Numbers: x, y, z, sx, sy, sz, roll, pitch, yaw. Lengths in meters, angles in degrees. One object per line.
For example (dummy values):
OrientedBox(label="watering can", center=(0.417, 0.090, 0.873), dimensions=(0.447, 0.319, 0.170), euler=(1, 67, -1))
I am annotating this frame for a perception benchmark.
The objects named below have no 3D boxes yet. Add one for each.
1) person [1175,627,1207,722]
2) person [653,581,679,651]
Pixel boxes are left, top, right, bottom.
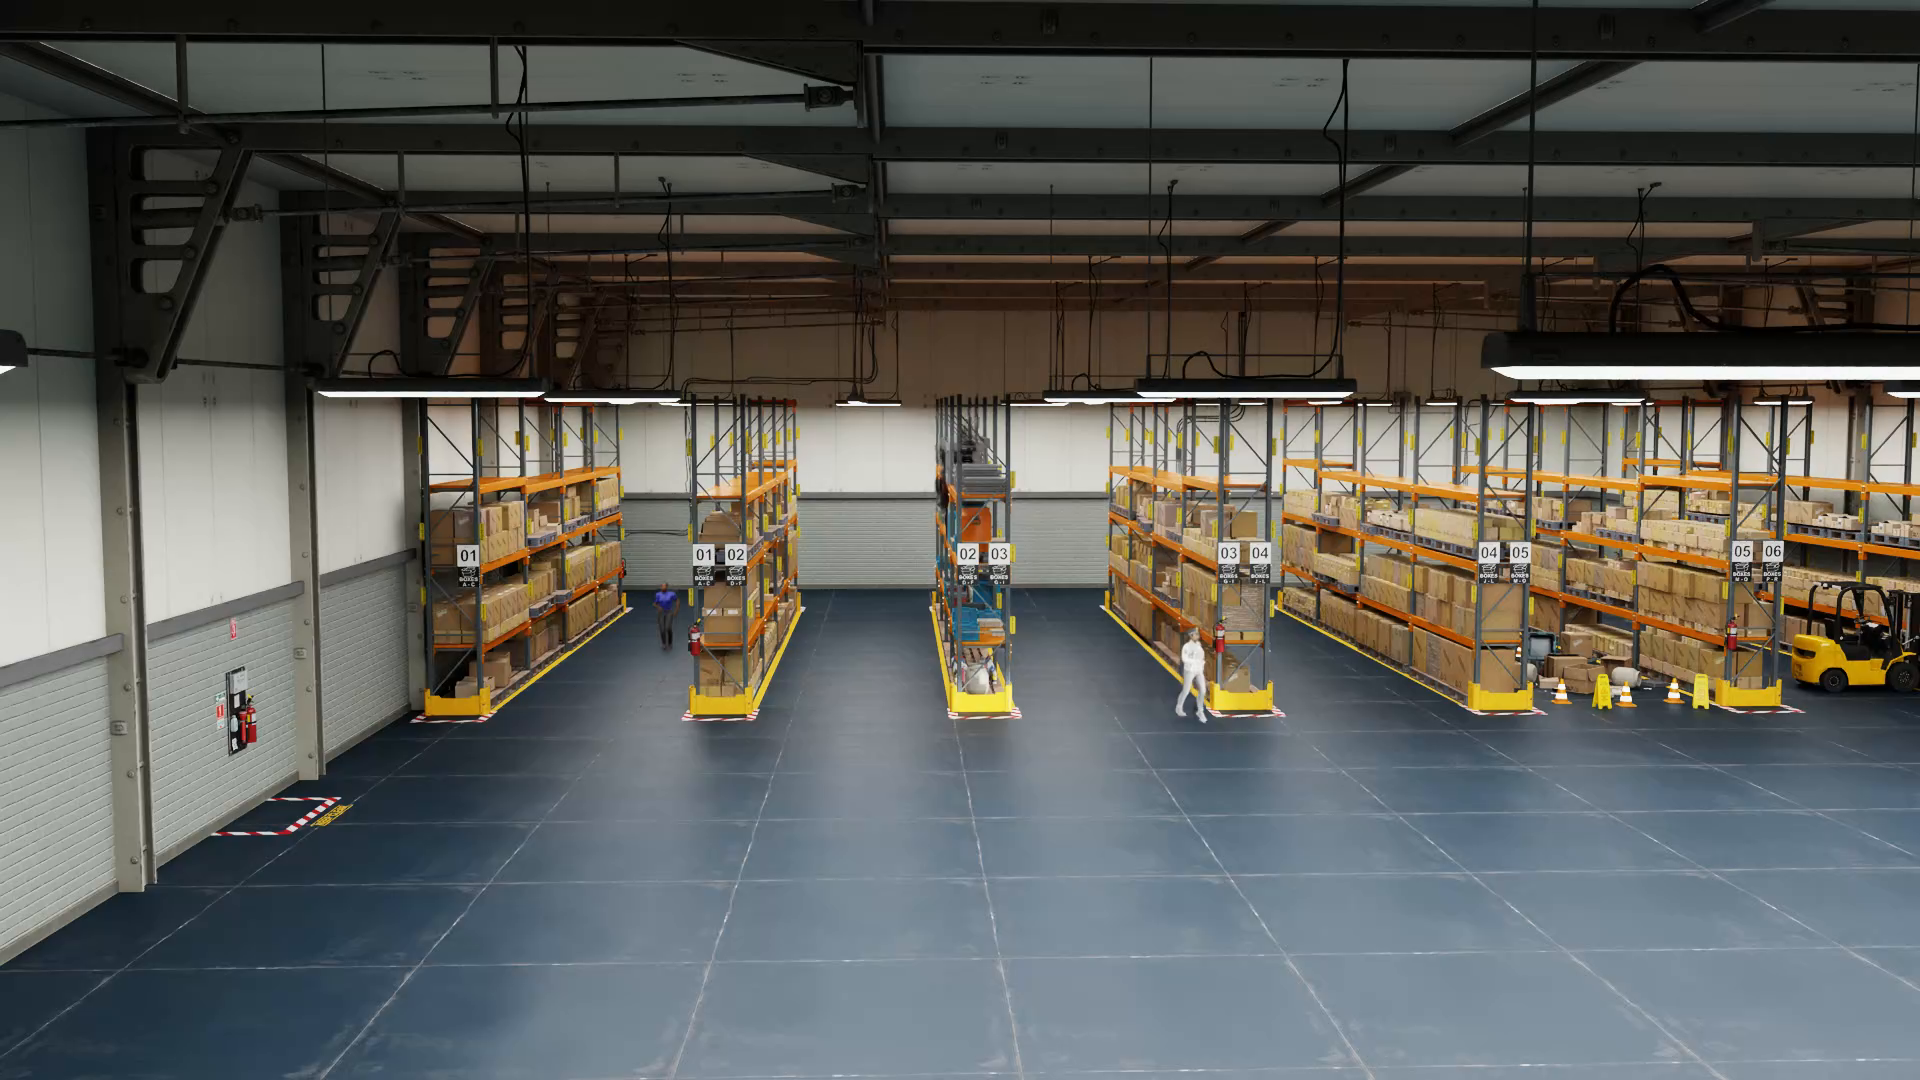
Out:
OrientedBox(label="person", center=(4.313, 2.470, 30.674), dimensions=(0.506, 1.738, 0.716), euler=(-3, 5, -34))
OrientedBox(label="person", center=(-6.965, 1.826, 39.377), dimensions=(0.590, 1.682, 0.695), euler=(0, 5, -4))
